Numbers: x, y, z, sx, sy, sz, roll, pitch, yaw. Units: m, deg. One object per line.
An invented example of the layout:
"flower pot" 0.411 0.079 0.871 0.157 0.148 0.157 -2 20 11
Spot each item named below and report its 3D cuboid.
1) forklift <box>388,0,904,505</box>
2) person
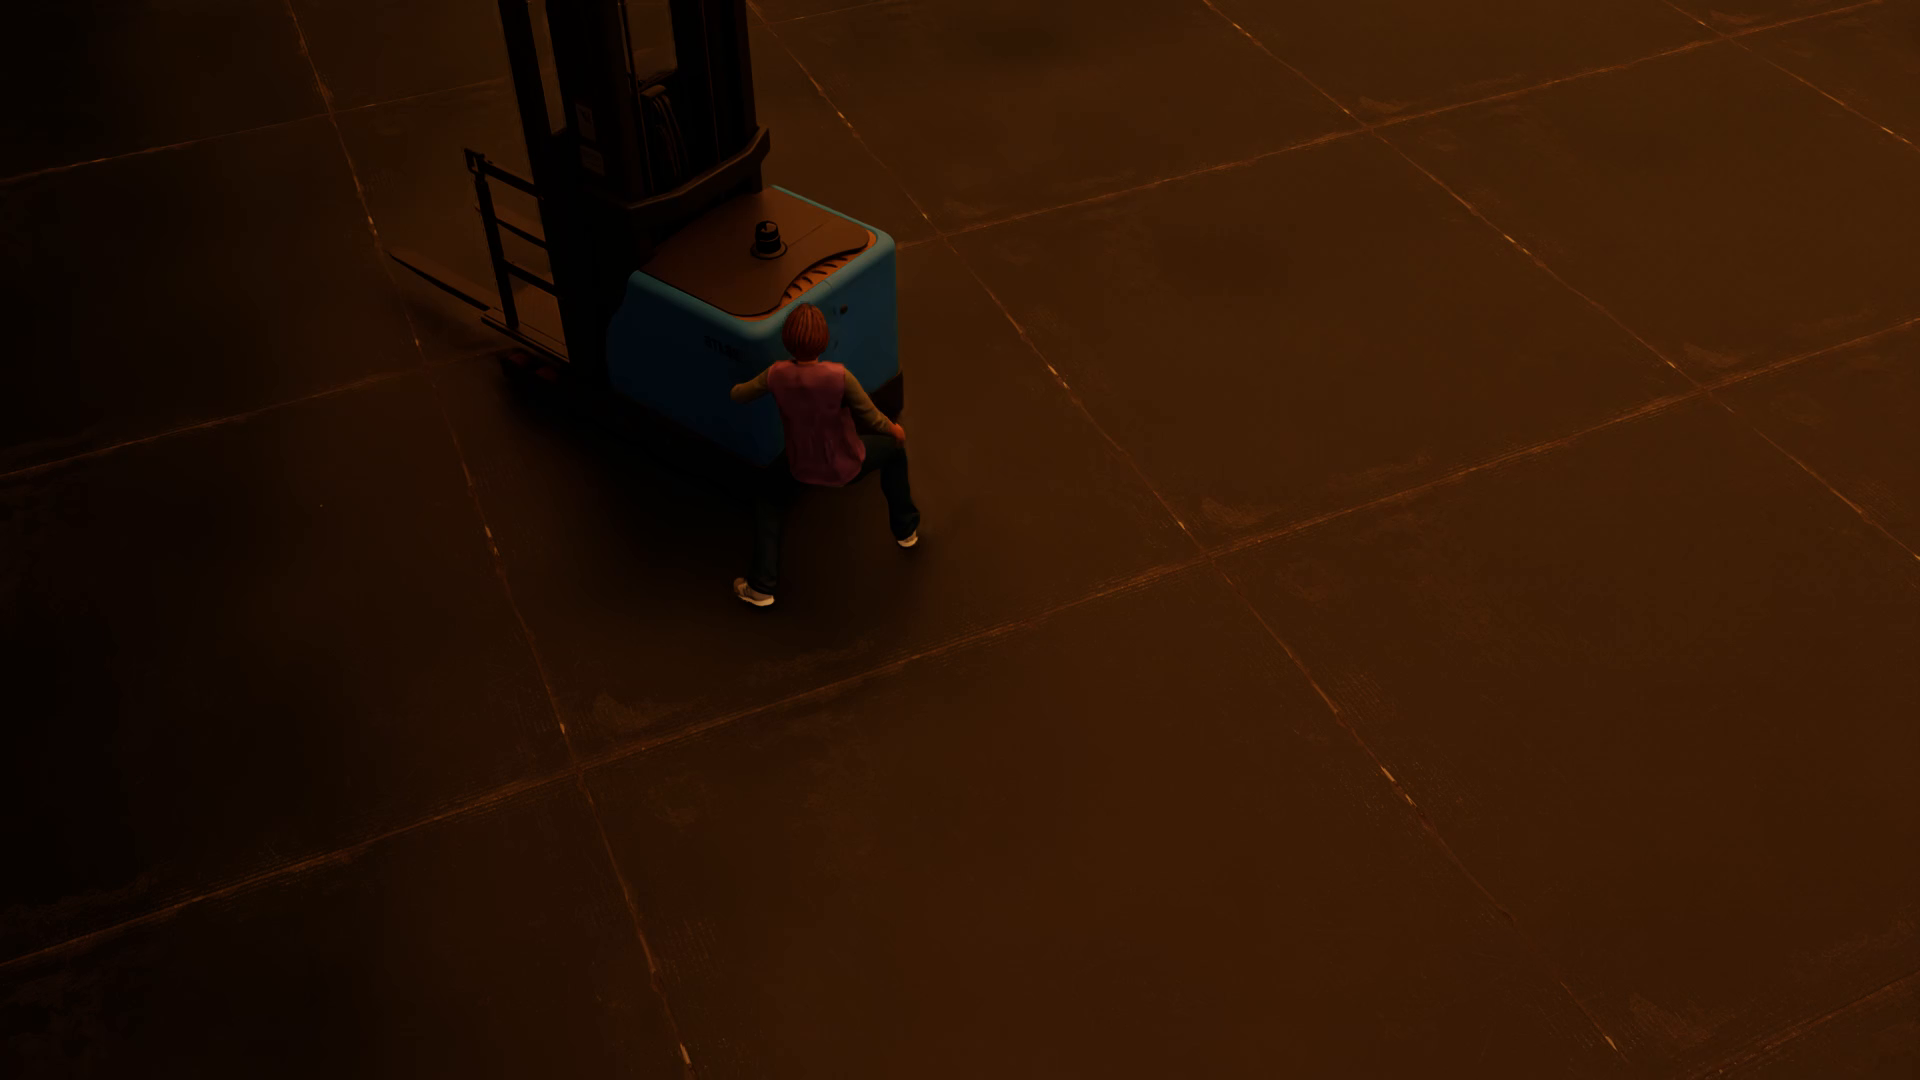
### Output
"forklift" -1.766 -2.061 7.888 3.031 2.935 1.130 28 50 26
"person" -0.632 -0.420 7.245 0.848 1.470 0.731 6 43 7
